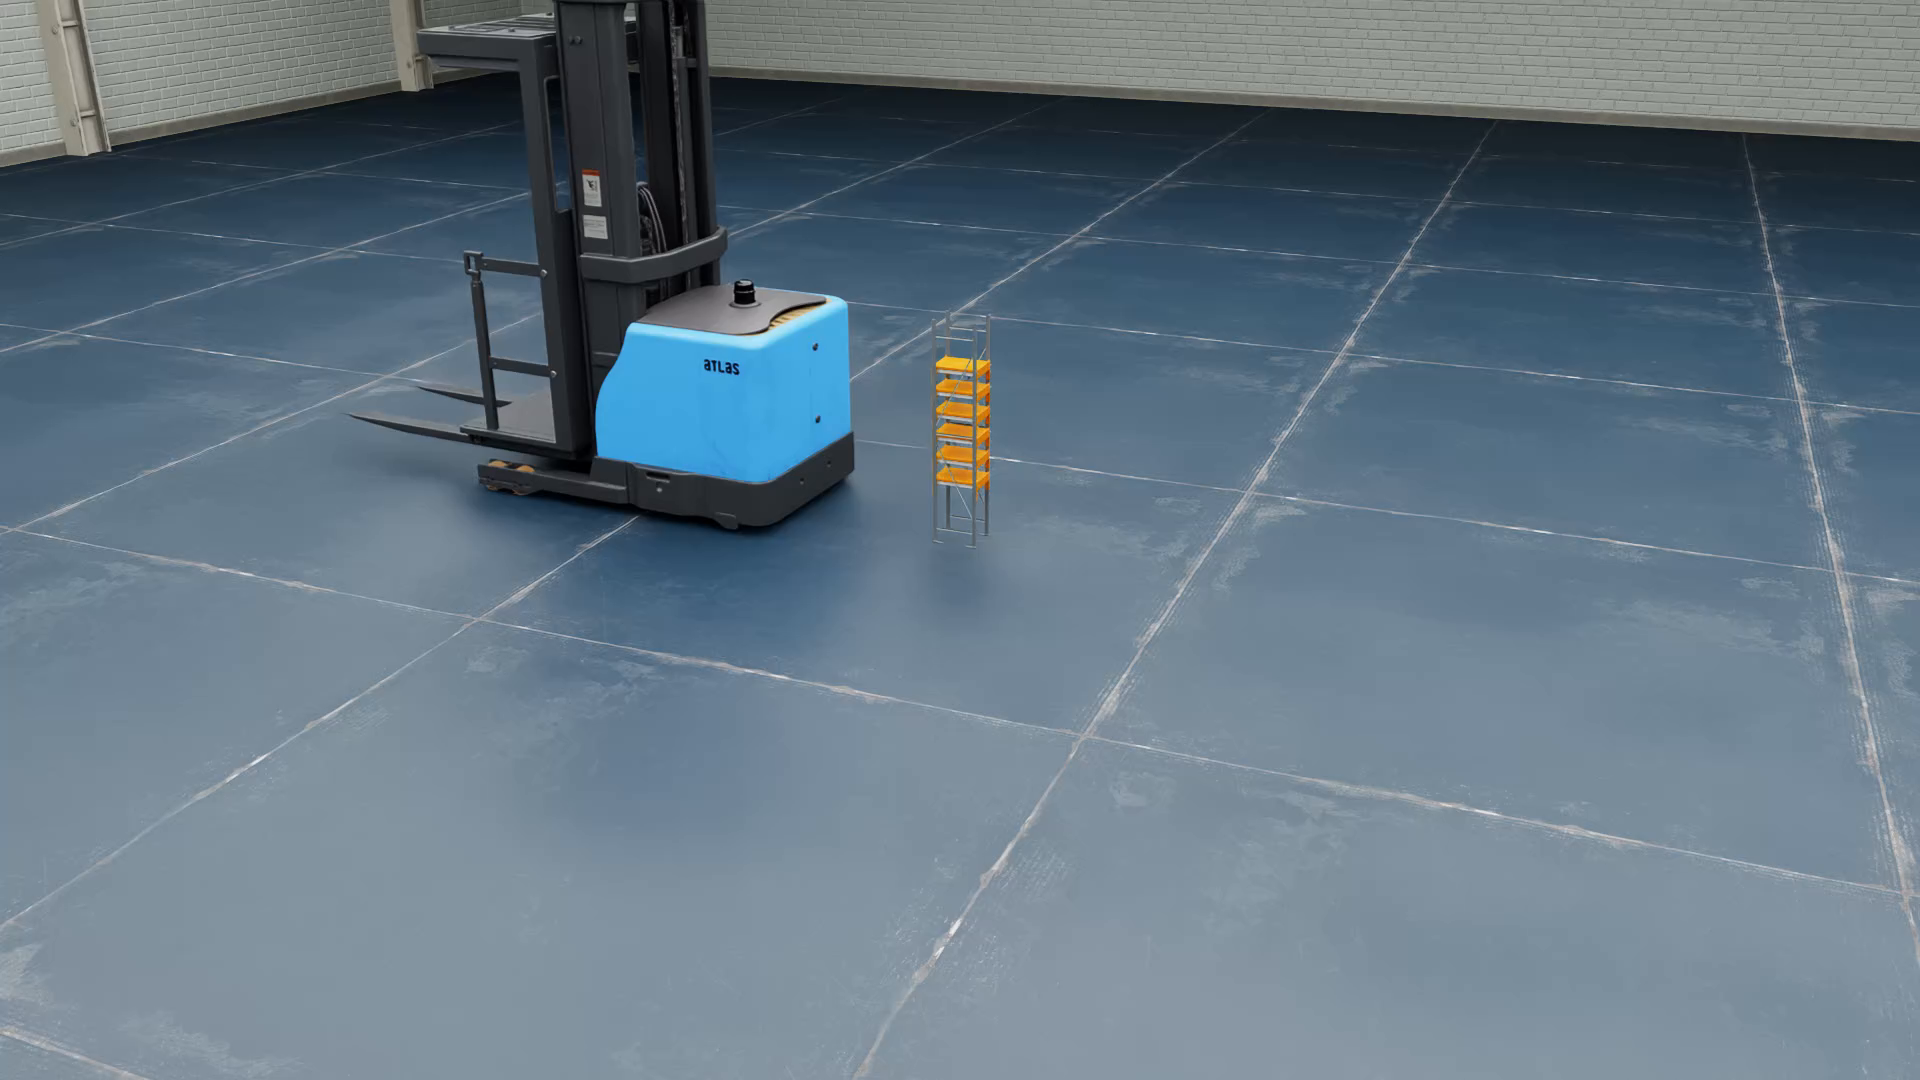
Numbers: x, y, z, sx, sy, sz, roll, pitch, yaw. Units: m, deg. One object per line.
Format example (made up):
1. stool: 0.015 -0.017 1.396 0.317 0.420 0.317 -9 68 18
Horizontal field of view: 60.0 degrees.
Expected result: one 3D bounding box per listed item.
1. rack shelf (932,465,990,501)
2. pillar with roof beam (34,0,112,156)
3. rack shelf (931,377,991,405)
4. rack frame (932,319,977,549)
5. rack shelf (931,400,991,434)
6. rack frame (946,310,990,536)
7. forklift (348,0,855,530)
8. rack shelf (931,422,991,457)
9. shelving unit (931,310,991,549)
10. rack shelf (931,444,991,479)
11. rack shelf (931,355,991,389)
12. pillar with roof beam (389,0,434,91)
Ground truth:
1. rack shelf: 0.005 -0.296 8.641 0.258 0.103 0.180 9 24 20
2. pillar with roof beam: -6.369 -8.146 16.576 9.100 9.000 0.400 9 24 20
3. rack shelf: 0.005 -0.739 8.456 0.258 0.103 0.180 9 24 20
4. rack frame: -0.029 -0.526 8.453 0.240 1.200 0.006 9 24 20
5. rack shelf: 0.005 -0.629 8.502 0.258 0.103 0.180 9 24 20
6. rack frame: 0.039 -0.592 8.610 0.240 1.200 0.006 9 24 20
7. forklift: -2.163 -1.773 9.191 3.031 2.935 1.130 10 25 23
8. rack shelf: 0.005 -0.518 8.548 0.258 0.103 0.180 9 24 20
9. shelving unit: 0.005 -0.559 8.531 0.258 1.200 0.189 9 24 20
10. rack shelf: 0.005 -0.407 8.595 0.258 0.103 0.180 9 24 20
11. rack shelf: 0.005 -0.850 8.410 0.258 0.103 0.180 9 24 20
12. pillar with roof beam: -4.141 -10.293 21.716 9.100 9.000 0.400 9 24 20
